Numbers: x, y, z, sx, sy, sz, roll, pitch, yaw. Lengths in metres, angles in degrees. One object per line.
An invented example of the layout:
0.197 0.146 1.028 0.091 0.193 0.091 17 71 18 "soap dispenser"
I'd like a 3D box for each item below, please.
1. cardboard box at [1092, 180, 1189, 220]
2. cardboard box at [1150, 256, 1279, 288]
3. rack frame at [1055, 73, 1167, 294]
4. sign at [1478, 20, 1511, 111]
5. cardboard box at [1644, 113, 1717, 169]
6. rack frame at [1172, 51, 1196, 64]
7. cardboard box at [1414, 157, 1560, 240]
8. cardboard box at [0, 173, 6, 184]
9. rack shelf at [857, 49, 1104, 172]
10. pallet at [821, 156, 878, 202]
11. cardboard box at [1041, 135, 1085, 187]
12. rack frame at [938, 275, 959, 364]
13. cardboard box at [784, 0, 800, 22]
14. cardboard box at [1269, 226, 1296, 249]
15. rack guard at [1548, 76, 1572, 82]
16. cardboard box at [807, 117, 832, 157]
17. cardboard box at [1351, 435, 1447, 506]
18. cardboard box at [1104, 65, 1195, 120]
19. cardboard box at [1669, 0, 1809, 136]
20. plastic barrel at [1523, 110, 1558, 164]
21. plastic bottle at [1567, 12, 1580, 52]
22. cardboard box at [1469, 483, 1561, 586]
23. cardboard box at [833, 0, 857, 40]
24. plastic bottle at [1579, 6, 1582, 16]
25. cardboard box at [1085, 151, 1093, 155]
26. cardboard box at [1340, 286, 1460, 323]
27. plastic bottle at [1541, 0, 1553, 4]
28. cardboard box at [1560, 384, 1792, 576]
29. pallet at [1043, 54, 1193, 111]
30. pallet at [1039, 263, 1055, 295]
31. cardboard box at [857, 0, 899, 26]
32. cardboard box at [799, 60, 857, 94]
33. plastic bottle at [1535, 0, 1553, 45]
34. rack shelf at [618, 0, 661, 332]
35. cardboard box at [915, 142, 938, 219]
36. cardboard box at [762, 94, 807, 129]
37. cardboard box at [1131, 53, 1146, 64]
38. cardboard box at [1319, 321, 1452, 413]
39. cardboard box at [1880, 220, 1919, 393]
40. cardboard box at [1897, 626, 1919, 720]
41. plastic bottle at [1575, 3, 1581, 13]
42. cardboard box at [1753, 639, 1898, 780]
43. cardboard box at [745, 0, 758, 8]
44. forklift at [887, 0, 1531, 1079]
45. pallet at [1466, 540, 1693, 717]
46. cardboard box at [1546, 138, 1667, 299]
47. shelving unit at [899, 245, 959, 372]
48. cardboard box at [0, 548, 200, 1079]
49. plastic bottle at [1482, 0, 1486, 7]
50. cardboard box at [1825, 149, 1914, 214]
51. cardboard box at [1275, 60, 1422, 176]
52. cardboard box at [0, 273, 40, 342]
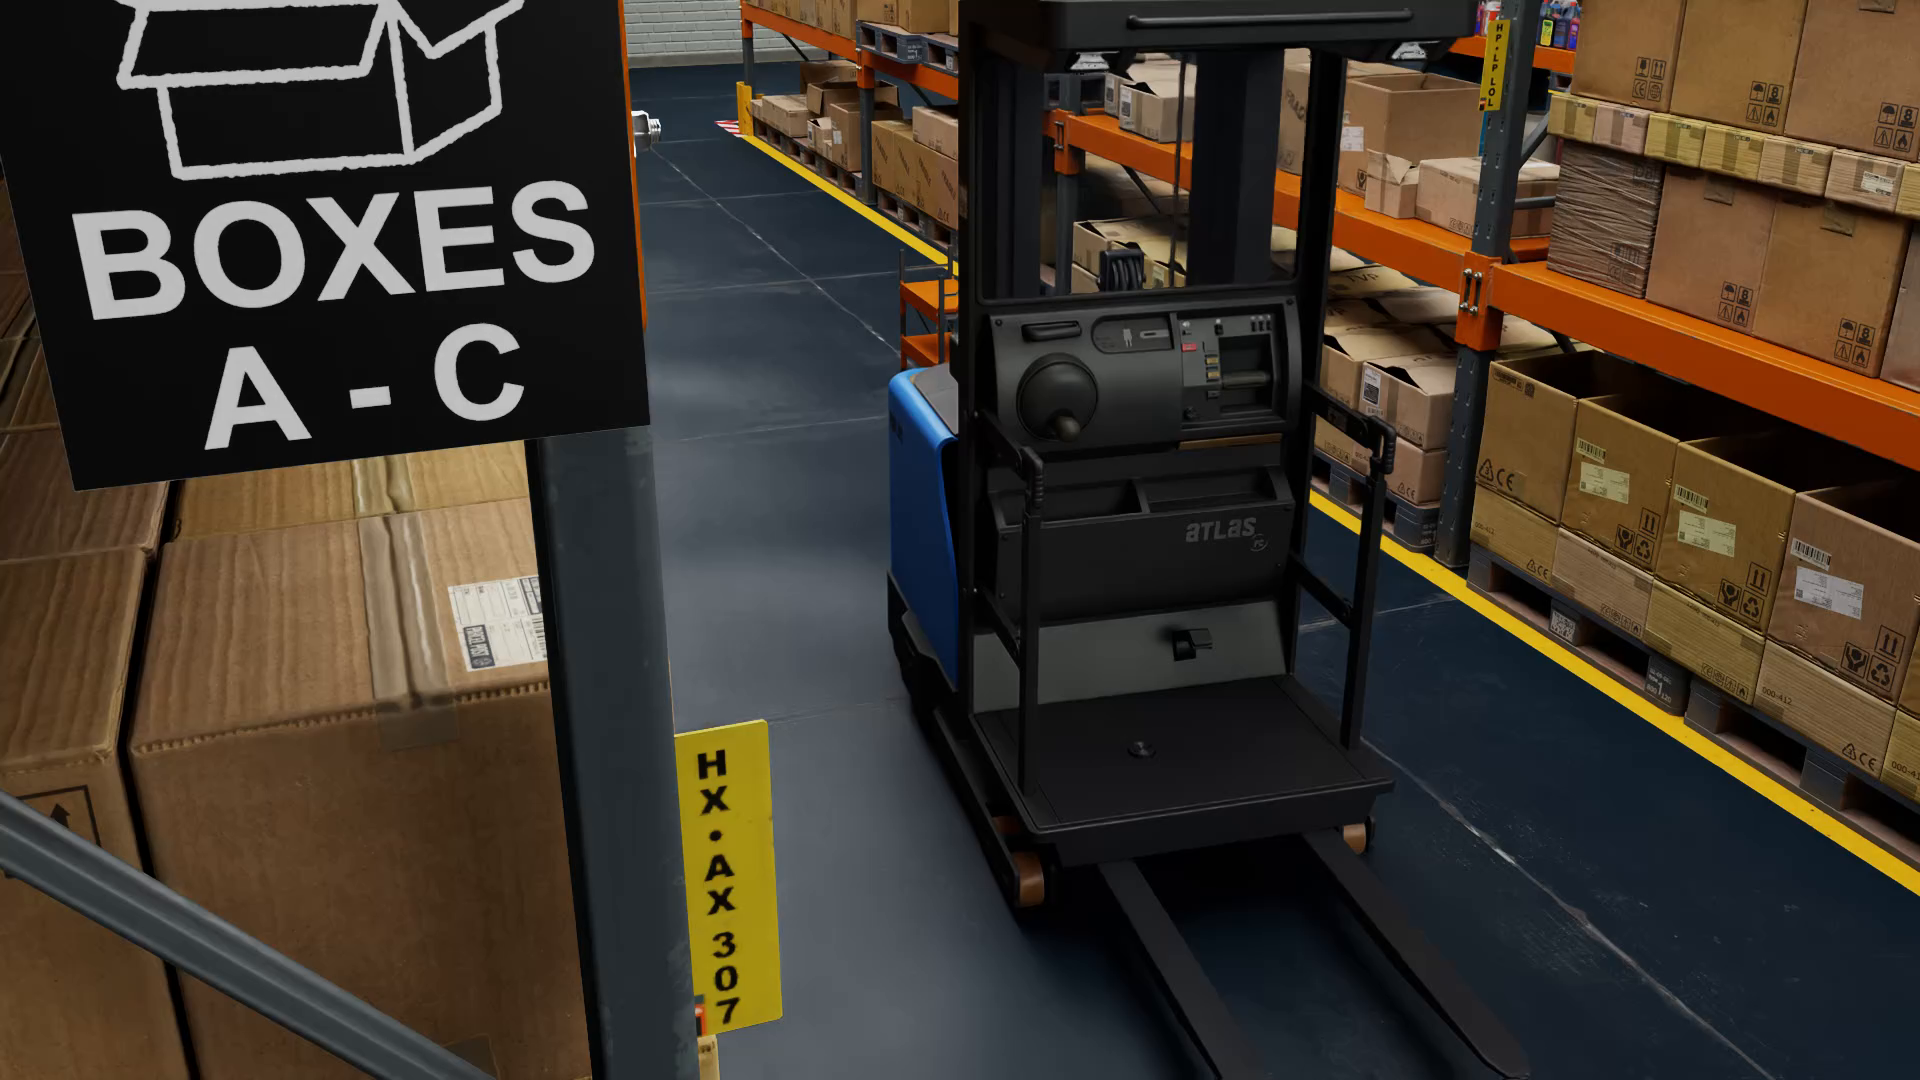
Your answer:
1.188 -2.054 10.912 0.500 0.500 0.500 -7 24 -17 "cardboard box"
1.363 -1.377 8.933 0.500 0.311 0.500 -9 24 -20 "cardboard box"
1.081 -2.798 10.027 1.000 3.000 0.127 -8 24 -19 "rack frame"
1.990 -1.764 6.184 0.100 0.325 0.005 -8 24 -19 "sign"
2.590 -1.381 5.700 0.380 0.149 0.250 -9 24 -20 "cardboard box"
2.890 -6.383 18.533 1.000 3.000 0.127 -8 24 -19 "rack frame"
2.279 -1.449 7.018 0.500 0.250 0.500 -7 24 -16 "cardboard box"
-2.168 -0.750 4.369 0.500 0.500 0.500 -9 24 -20 "cardboard box"
0.375 -3.193 11.891 1.077 0.370 4.000 -8 24 -19 "rack shelf"
-0.574 -3.216 14.609 1.003 0.211 1.213 -8 24 -19 "pallet"
0.507 -2.522 11.058 0.500 0.250 0.500 -7 24 -17 "cardboard box"
0.028 -0.524 6.949 0.240 1.200 0.015 -8 24 -19 "rack frame"
-1.298 -5.002 15.128 0.500 0.500 0.500 -8 24 -18 "cardboard box"
1.686 -1.639 9.553 0.500 0.311 0.500 -9 24 -20 "cardboard box"
7.515 -5.920 20.651 1.175 0.500 0.348 -8 24 -19 "rack guard"
-1.064 -3.656 14.957 0.500 0.311 0.500 -8 24 -19 "cardboard box"
2.077 -0.382 7.294 0.500 0.250 0.500 -9 24 -20 "cardboard box"
1.169 -2.619 9.716 0.500 0.311 0.500 -7 24 -16 "cardboard box"
2.837 -1.645 5.491 0.700 0.500 0.500 -8 24 -19 "cardboard box"
4.846 -3.302 13.885 0.421 0.512 0.421 0 23 0 "plastic barrel"
4.771 -3.926 12.854 0.061 0.283 0.133 -8 24 -19 "plastic bottle"
2.374 -0.061 6.533 0.500 0.250 0.500 -8 24 -19 "cardboard box"
-0.749 -4.444 13.803 0.500 0.500 0.500 -8 24 -18 "cardboard box"
5.182 -4.325 13.808 0.152 0.276 0.135 -8 24 -19 "plastic bottle"
0.636 -2.615 12.244 0.500 0.500 0.500 -9 25 -21 "cardboard box"
2.225 -1.084 8.238 0.500 0.311 0.500 -9 25 -21 "cardboard box"
5.000 -4.551 14.249 0.144 0.351 0.185 -8 24 -19 "plastic bottle"
2.549 -0.225 5.955 0.500 0.500 0.500 -8 24 -19 "cardboard box"
0.776 -2.946 10.626 1.213 0.211 1.003 -8 24 -19 "pallet"
0.853 -1.790 11.224 1.003 0.211 1.213 -8 24 -19 "pallet"
-0.374 -4.288 12.893 0.700 0.500 0.500 -18 29 -36 "cardboard box"
-1.322 -4.592 16.935 0.500 0.500 0.500 -8 24 -19 "cardboard box"
4.641 -4.137 13.266 0.144 0.351 0.185 -8 24 -19 "plastic bottle"
-1.432 -0.988 2.796 1.077 0.370 4.000 -8 24 -19 "rack shelf"
-0.021 -2.718 12.489 0.500 0.500 0.500 -8 24 -18 "cardboard box"
-1.642 -4.222 16.380 0.500 0.250 0.500 -8 24 -19 "cardboard box"
0.753 -3.251 10.432 0.700 0.500 0.500 -18 29 -36 "cardboard box"
1.893 -0.826 7.624 0.500 0.311 0.500 -8 24 -18 "cardboard box"
3.205 -0.671 4.851 0.700 0.500 0.500 -8 24 -17 "cardboard box"
3.072 0.321 4.660 0.500 0.500 0.500 -8 24 -19 "cardboard box"
5.072 -4.299 13.753 0.097 0.271 0.097 0 23 0 "plastic bottle"
2.900 0.484 5.238 0.500 0.250 0.500 -8 24 -19 "cardboard box"
-1.835 -5.554 16.436 0.500 0.500 0.500 -8 24 -18 "cardboard box"
0.597 -0.465 4.579 1.130 2.935 3.031 -6 24 -13 "forklift"
2.736 0.235 6.421 1.003 0.211 1.213 -8 24 -19 "pallet"
2.657 -1.230 6.179 0.700 0.500 0.500 -9 24 -20 "cardboard box"
-0.058 -0.613 7.160 0.258 1.200 0.503 -8 24 -19 "shelving unit"
-1.091 0.362 1.731 0.500 0.500 0.500 -9 24 -20 "cardboard box"
4.635 -4.716 14.832 0.097 0.201 0.097 0 23 0 "plastic bottle"
2.867 -1.098 5.029 0.380 0.149 0.250 -9 25 -21 "cardboard box"
1.875 -2.046 8.112 0.500 0.500 0.500 -8 24 -19 "cardboard box"
-1.624 -0.193 3.047 0.500 0.500 0.500 -8 24 -18 "cardboard box"
